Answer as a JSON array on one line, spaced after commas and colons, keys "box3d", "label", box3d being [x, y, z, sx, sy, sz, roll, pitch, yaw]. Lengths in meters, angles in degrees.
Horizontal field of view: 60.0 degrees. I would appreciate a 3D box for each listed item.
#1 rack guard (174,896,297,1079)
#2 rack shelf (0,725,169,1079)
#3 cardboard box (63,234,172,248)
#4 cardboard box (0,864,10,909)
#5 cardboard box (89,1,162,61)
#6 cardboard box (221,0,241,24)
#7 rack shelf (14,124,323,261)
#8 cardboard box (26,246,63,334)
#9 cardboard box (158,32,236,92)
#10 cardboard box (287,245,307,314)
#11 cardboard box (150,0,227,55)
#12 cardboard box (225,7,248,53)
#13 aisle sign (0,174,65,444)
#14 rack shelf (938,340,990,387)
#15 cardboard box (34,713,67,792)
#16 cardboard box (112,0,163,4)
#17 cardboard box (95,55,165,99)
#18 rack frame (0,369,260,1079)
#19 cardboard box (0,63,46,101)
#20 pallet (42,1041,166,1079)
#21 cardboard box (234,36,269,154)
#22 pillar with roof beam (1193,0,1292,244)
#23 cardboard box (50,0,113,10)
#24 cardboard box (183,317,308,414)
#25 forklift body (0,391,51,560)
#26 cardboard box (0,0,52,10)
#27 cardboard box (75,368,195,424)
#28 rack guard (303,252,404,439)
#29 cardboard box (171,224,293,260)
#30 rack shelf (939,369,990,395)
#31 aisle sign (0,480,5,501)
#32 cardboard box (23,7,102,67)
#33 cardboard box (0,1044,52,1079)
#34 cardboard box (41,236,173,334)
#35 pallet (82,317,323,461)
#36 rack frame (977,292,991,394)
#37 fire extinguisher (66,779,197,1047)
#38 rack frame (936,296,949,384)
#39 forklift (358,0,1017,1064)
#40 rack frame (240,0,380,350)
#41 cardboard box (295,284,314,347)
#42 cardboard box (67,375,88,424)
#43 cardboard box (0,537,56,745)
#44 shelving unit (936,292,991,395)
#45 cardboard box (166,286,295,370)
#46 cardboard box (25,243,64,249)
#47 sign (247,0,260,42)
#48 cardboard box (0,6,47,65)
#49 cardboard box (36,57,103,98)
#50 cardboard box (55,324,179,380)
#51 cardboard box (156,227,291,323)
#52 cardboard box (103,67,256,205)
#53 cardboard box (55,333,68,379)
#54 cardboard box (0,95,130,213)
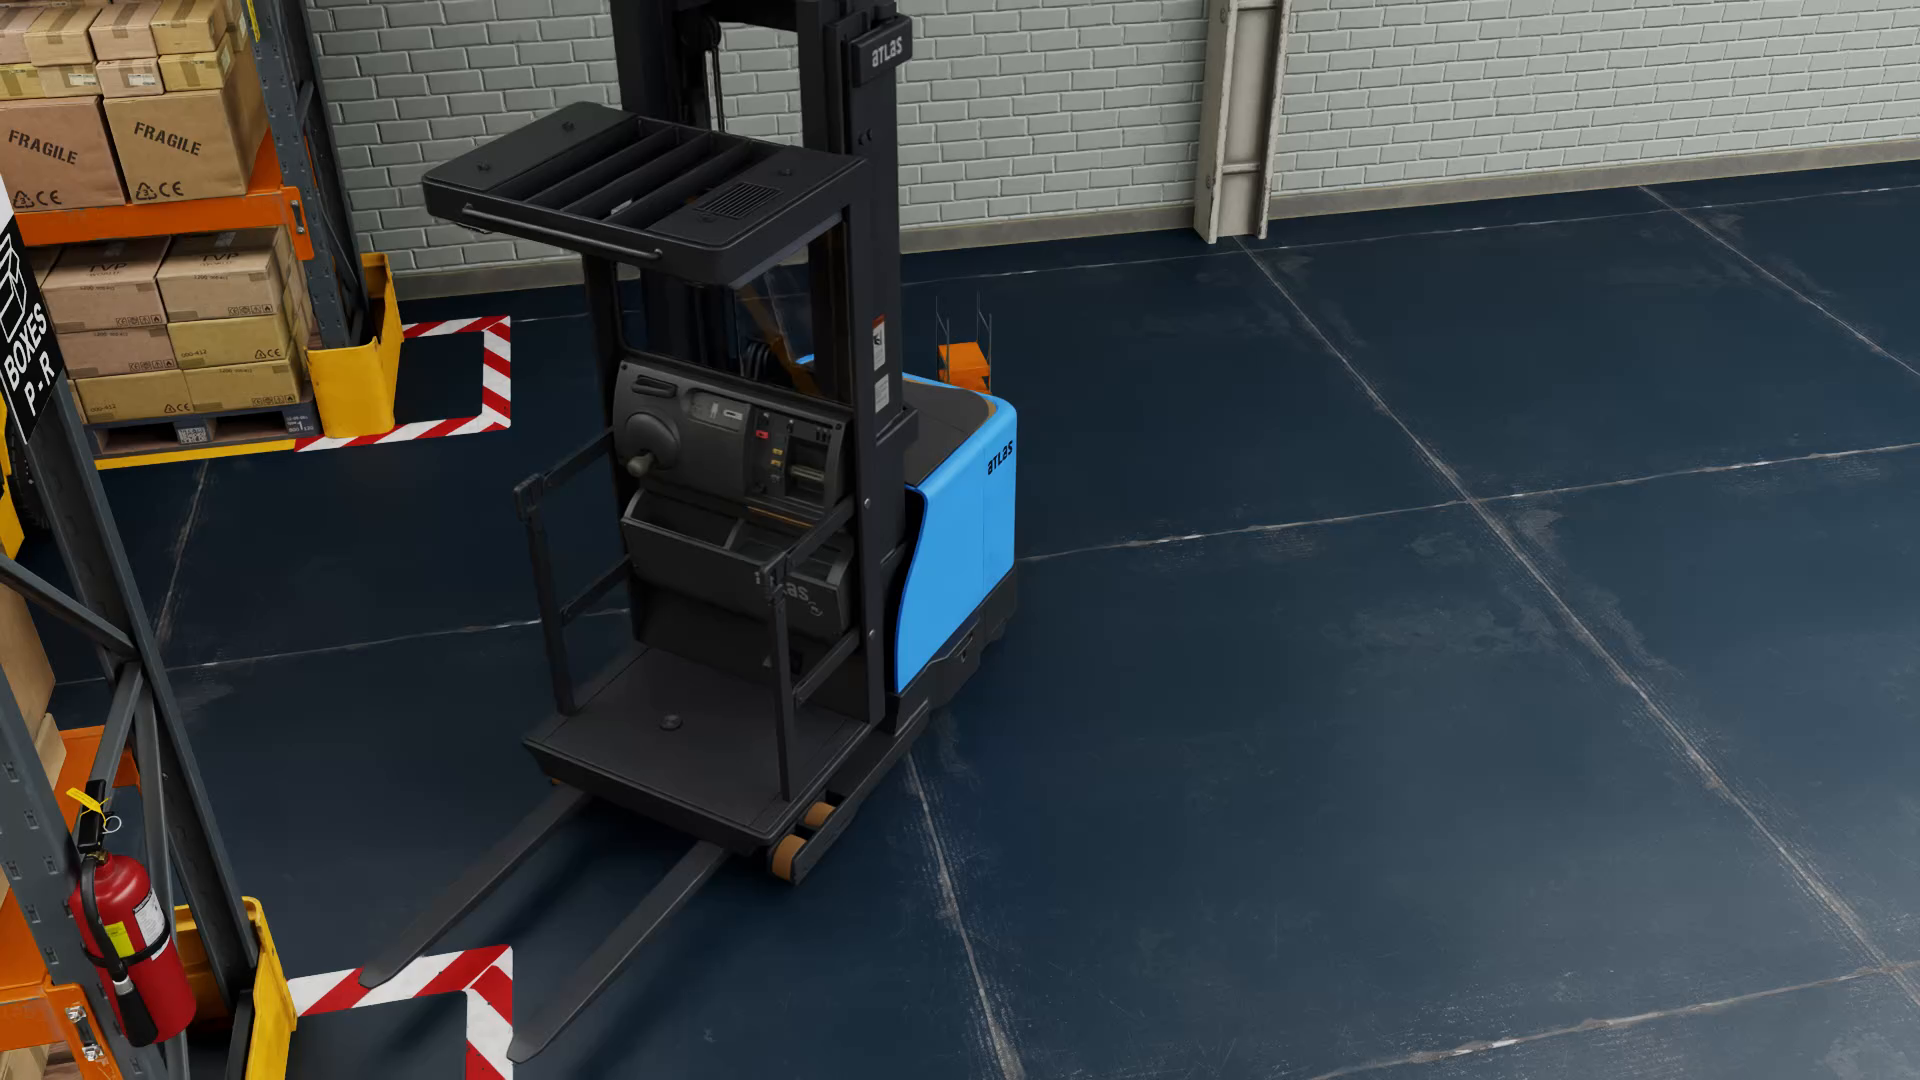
[{"box3d": [-2.218, 1.653, 4.838, 0.348, 0.500, 1.175, -7, 35, -11], "label": "rack guard"}, {"box3d": [-4.094, 1.150, 3.990, 4.000, 0.370, 1.077, -7, 35, -11], "label": "rack shelf"}, {"box3d": [-4.239, -1.520, 8.517, 0.500, 0.250, 0.500, -7, 35, -10], "label": "cardboard box"}, {"box3d": [-2.461, 0.872, 3.984, 0.250, 0.149, 0.380, -6, 34, -9], "label": "cardboard box"}, {"box3d": [-3.779, -2.320, 7.577, 0.250, 0.149, 0.380, -7, 35, -10], "label": "cardboard box"}, {"box3d": [-3.617, -2.601, 7.995, 0.250, 0.149, 0.380, -8, 35, -11], "label": "cardboard box"}, {"box3d": [-5.193, -1.547, 8.009, 4.000, 0.370, 1.077, -7, 35, -11], "label": "rack shelf"}, {"box3d": [-4.609, -1.180, 8.010, 0.500, 0.250, 0.500, -7, 34, -10], "label": "cardboard box"}, {"box3d": [-3.519, -2.208, 7.676, 0.250, 0.149, 0.380, -7, 34, -10], "label": "cardboard box"}, {"box3d": [-3.747, -1.387, 8.767, 0.500, 0.250, 0.500, -7, 34, -10], "label": "cardboard box"}, {"box3d": [-3.545, -2.368, 7.647, 0.250, 0.149, 0.380, -7, 35, -10], "label": "cardboard box"}, {"box3d": [-3.630, -2.502, 8.115, 0.250, 0.149, 0.380, -8, 35, -12], "label": "cardboard box"}, {"box3d": [-2.152, -0.650, 3.694, 0.004, 0.787, 0.394, -7, 35, -11], "label": "aisle sign"}, {"box3d": [0.014, -0.762, 7.242, 0.180, 0.103, 0.258, -7, 35, -11], "label": "rack shelf"}, {"box3d": [-2.521, 0.639, 4.331, 0.250, 0.149, 0.380, -7, 35, -10], "label": "cardboard box"}, {"box3d": [-3.890, -2.602, 7.997, 0.250, 0.149, 0.380, -6, 34, -9], "label": "cardboard box"}, {"box3d": [-3.761, -2.160, 7.605, 0.250, 0.149, 0.380, -7, 34, -10], "label": "cardboard box"}, {"box3d": [-2.144, 0.605, 4.156, 0.127, 3.000, 1.000, -7, 35, -11], "label": "rack frame"}, {"box3d": [-4.272, -2.137, 7.571, 0.250, 0.149, 0.380, -7, 35, -11], "label": "cardboard box"}, {"box3d": [-3.018, 1.853, 4.799, 1.213, 0.211, 1.003, -7, 35, -11], "label": "pallet"}, {"box3d": [-3.787, -2.223, 8.282, 0.500, 0.500, 0.500, -6, 34, -9], "label": "cardboard box"}, {"box3d": [2.682, -3.385, 4.718, 0.400, 9.000, 9.100, -7, 35, -11], "label": "pillar with roof beam"}, {"box3d": [-4.134, -2.547, 7.915, 0.250, 0.149, 0.380, -7, 34, -10], "label": "cardboard box"}, {"box3d": [-3.631, -0.895, 8.483, 0.500, 0.250, 0.500, -7, 34, -10], "label": "cardboard box"}, {"box3d": [-4.689, -0.515, 6.587, 1.214, 2.155, 2.313, -7, 35, -11], "label": "forklift body"}, {"box3d": [-4.379, -2.525, 7.882, 0.250, 0.149, 0.380, -7, 34, -10], "label": "cardboard box"}, {"box3d": [-4.118, -0.839, 8.399, 0.500, 0.250, 0.500, -7, 35, -11], "label": "cardboard box"}, {"box3d": [-3.219, -1.057, 8.876, 0.348, 0.500, 1.175, -7, 35, -11], "label": "rack guard"}, {"box3d": [-3.753, -1.583, 8.611, 0.500, 0.250, 0.500, -8, 35, -11], "label": "cardboard box"}, {"box3d": [0.014, -0.662, 7.309, 0.180, 0.103, 0.258, -7, 35, -11], "label": "rack shelf"}, {"box3d": [-2.019, -0.324, 3.208, 0.004, 0.787, 0.394, -7, 35, -11], "label": "aisle sign"}, {"box3d": [-4.028, -2.274, 7.507, 0.250, 0.149, 0.380, -6, 34, -9], "label": "cardboard box"}, {"box3d": [-2.992, 1.522, 4.881, 0.500, 0.250, 0.500, -7, 35, -11], "label": "cardboard box"}, {"box3d": [-4.119, -1.248, 8.111, 0.500, 0.250, 0.500, -7, 34, -10], "label": "cardboard box"}, {"box3d": [-3.979, -0.817, 8.778, 1.213, 0.211, 1.003, -7, 35, -11], "label": "pallet"}, {"box3d": [0.103, -0.511, 7.435, 0.006, 1.200, 0.240, -7, 35, -11], "label": "rack frame"}, {"box3d": [-1.930, 0.874, 3.825, 0.183, 0.674, 0.296, -7, 35, -11], "label": "fire extinguisher"}, {"box3d": [-0.075, -0.489, 7.402, 0.006, 1.200, 0.240, -7, 35, -11], "label": "rack frame"}, {"box3d": [-0.899, -0.286, 5.546, 1.130, 2.935, 3.031, 17, 37, 23], "label": "forklift"}, {"box3d": [-3.242, -2.092, 8.175, 0.127, 3.000, 1.000, -7, 35, -11], "label": "rack frame"}, {"box3d": [-3.765, -1.170, 8.893, 0.500, 0.250, 0.500, -7, 35, -10], "label": "cardboard box"}, {"box3d": [-4.608, -0.782, 8.315, 0.500, 0.250, 0.500, -7, 34, -10], "label": "cardboard box"}, {"box3d": [-2.667, 0.348, 4.183, 0.500, 0.500, 0.500, -8, 35, -11], "label": "cardboard box"}, {"box3d": [0.014, -0.500, 7.418, 0.189, 1.200, 0.258, -7, 35, -11], "label": "shelving unit"}, {"box3d": [-3.648, -1.102, 8.343, 0.500, 0.250, 0.500, -8, 35, -11], "label": "cardboard box"}, {"box3d": [-4.730, -1.464, 8.434, 0.500, 0.250, 0.500, -7, 35, -11], "label": "cardboard box"}, {"box3d": [-3.136, -2.374, 7.345, 0.005, 0.325, 0.100, -7, 35, -11], "label": "sign"}, {"box3d": [-4.287, -2.283, 7.522, 0.250, 0.149, 0.380, -7, 34, -10], "label": "cardboard box"}, {"box3d": [-4.028, -2.162, 7.607, 0.250, 0.149, 0.380, -7, 34, -10], "label": "cardboard box"}, {"box3d": [-4.140, -1.047, 8.260, 0.500, 0.250, 0.500, -8, 35, -11], "label": "cardboard box"}, {"box3d": [-3.623, -1.314, 8.209, 0.500, 0.250, 0.500, -6, 34, -9], "label": "cardboard box"}, {"box3d": [-3.664, -1.930, 7.845, 0.500, 0.500, 0.500, -8, 35, -12], "label": "cardboard box"}, {"box3d": [-4.639, -0.972, 8.148, 0.500, 0.250, 0.500, -8, 35, -12], "label": "cardboard box"}, {"box3d": [-4.173, -1.871, 7.757, 0.500, 0.500, 0.500, -6, 34, -9], "label": "cardboard box"}]
